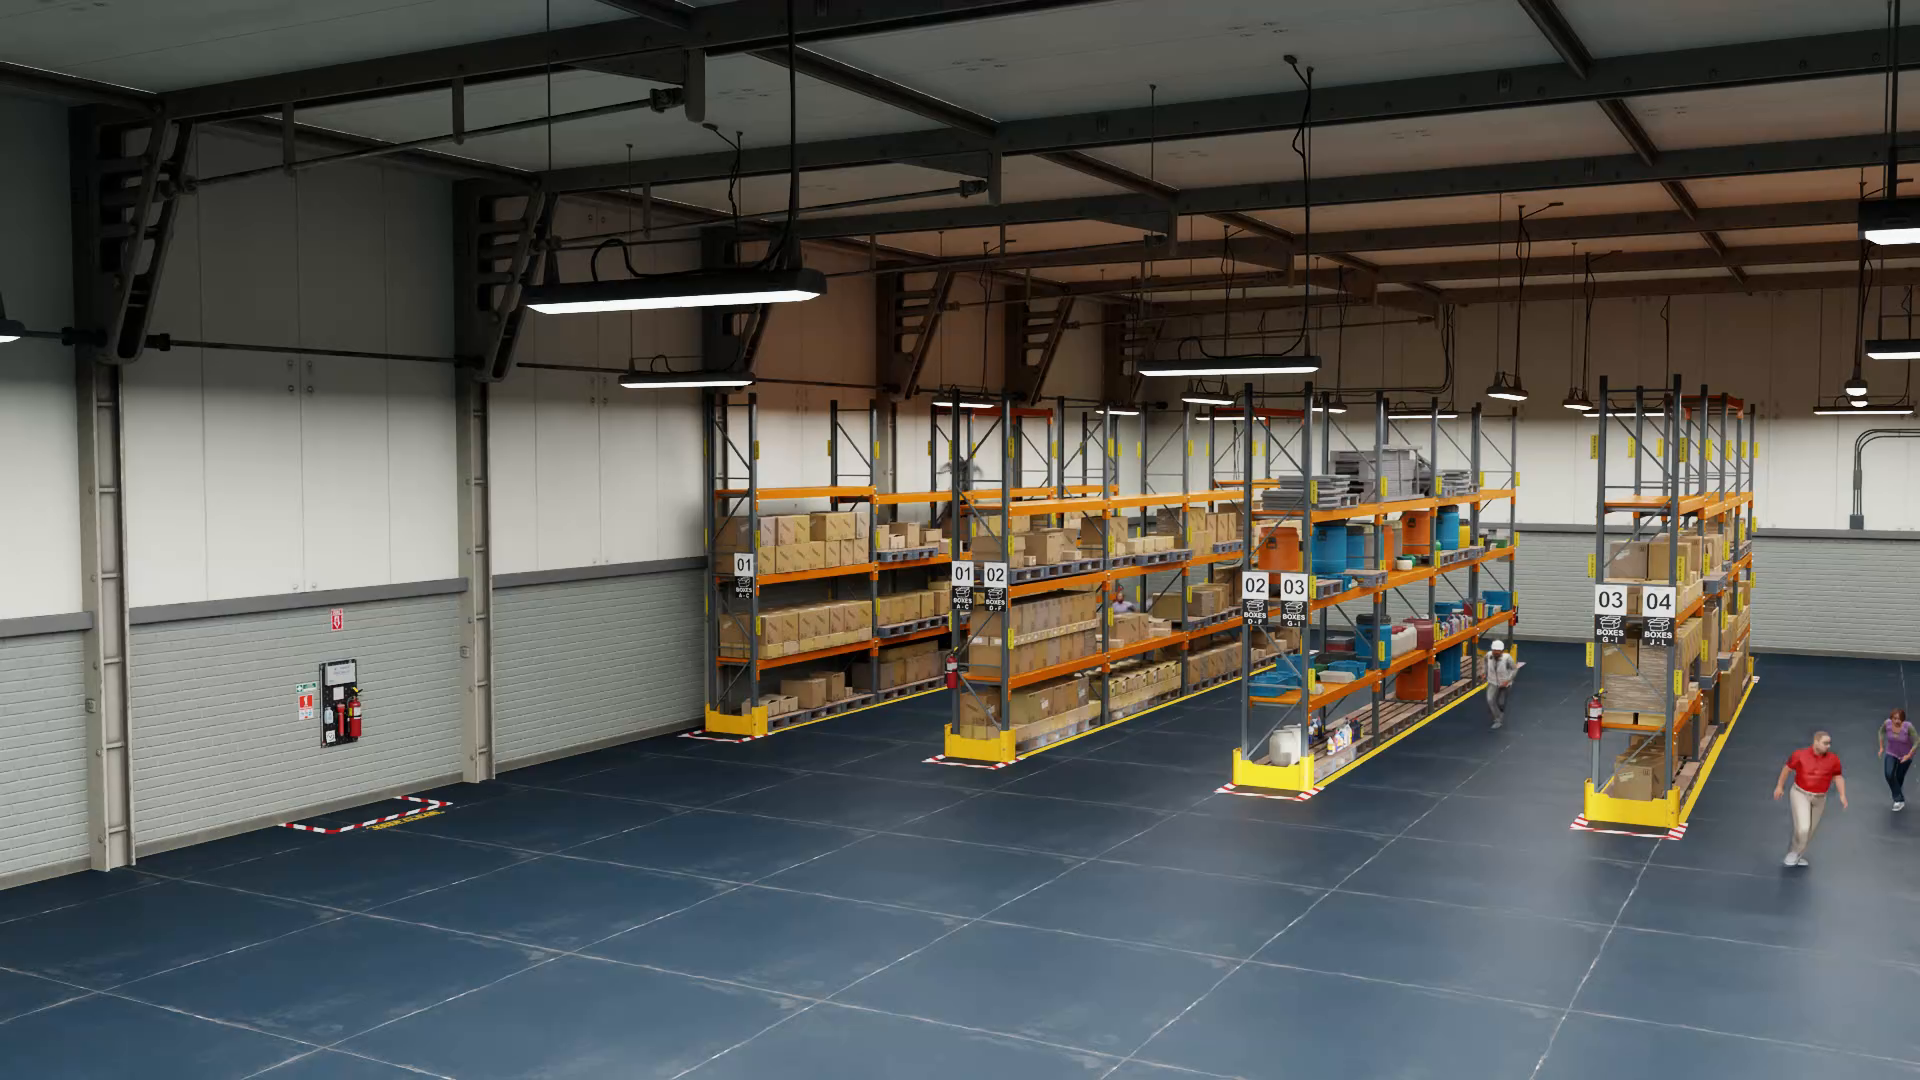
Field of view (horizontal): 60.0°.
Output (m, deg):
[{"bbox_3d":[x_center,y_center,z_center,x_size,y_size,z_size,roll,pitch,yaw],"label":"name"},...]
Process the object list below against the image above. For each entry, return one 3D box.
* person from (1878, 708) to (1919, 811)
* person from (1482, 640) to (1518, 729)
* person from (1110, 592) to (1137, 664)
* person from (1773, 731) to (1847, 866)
[{"bbox_3d":[13.181,3.031,23.318,0.534,1.445,0.979,2,4,35],"label":"person"},{"bbox_3d":[9.776,2.575,30.050,0.651,1.620,1.122,2,4,28],"label":"person"},{"bbox_3d":[3.817,2.055,39.181,0.587,1.695,0.853,2,3,27],"label":"person"},{"bbox_3d":[10.156,3.083,19.821,0.640,1.670,0.744,0,3,-1],"label":"person"}]
